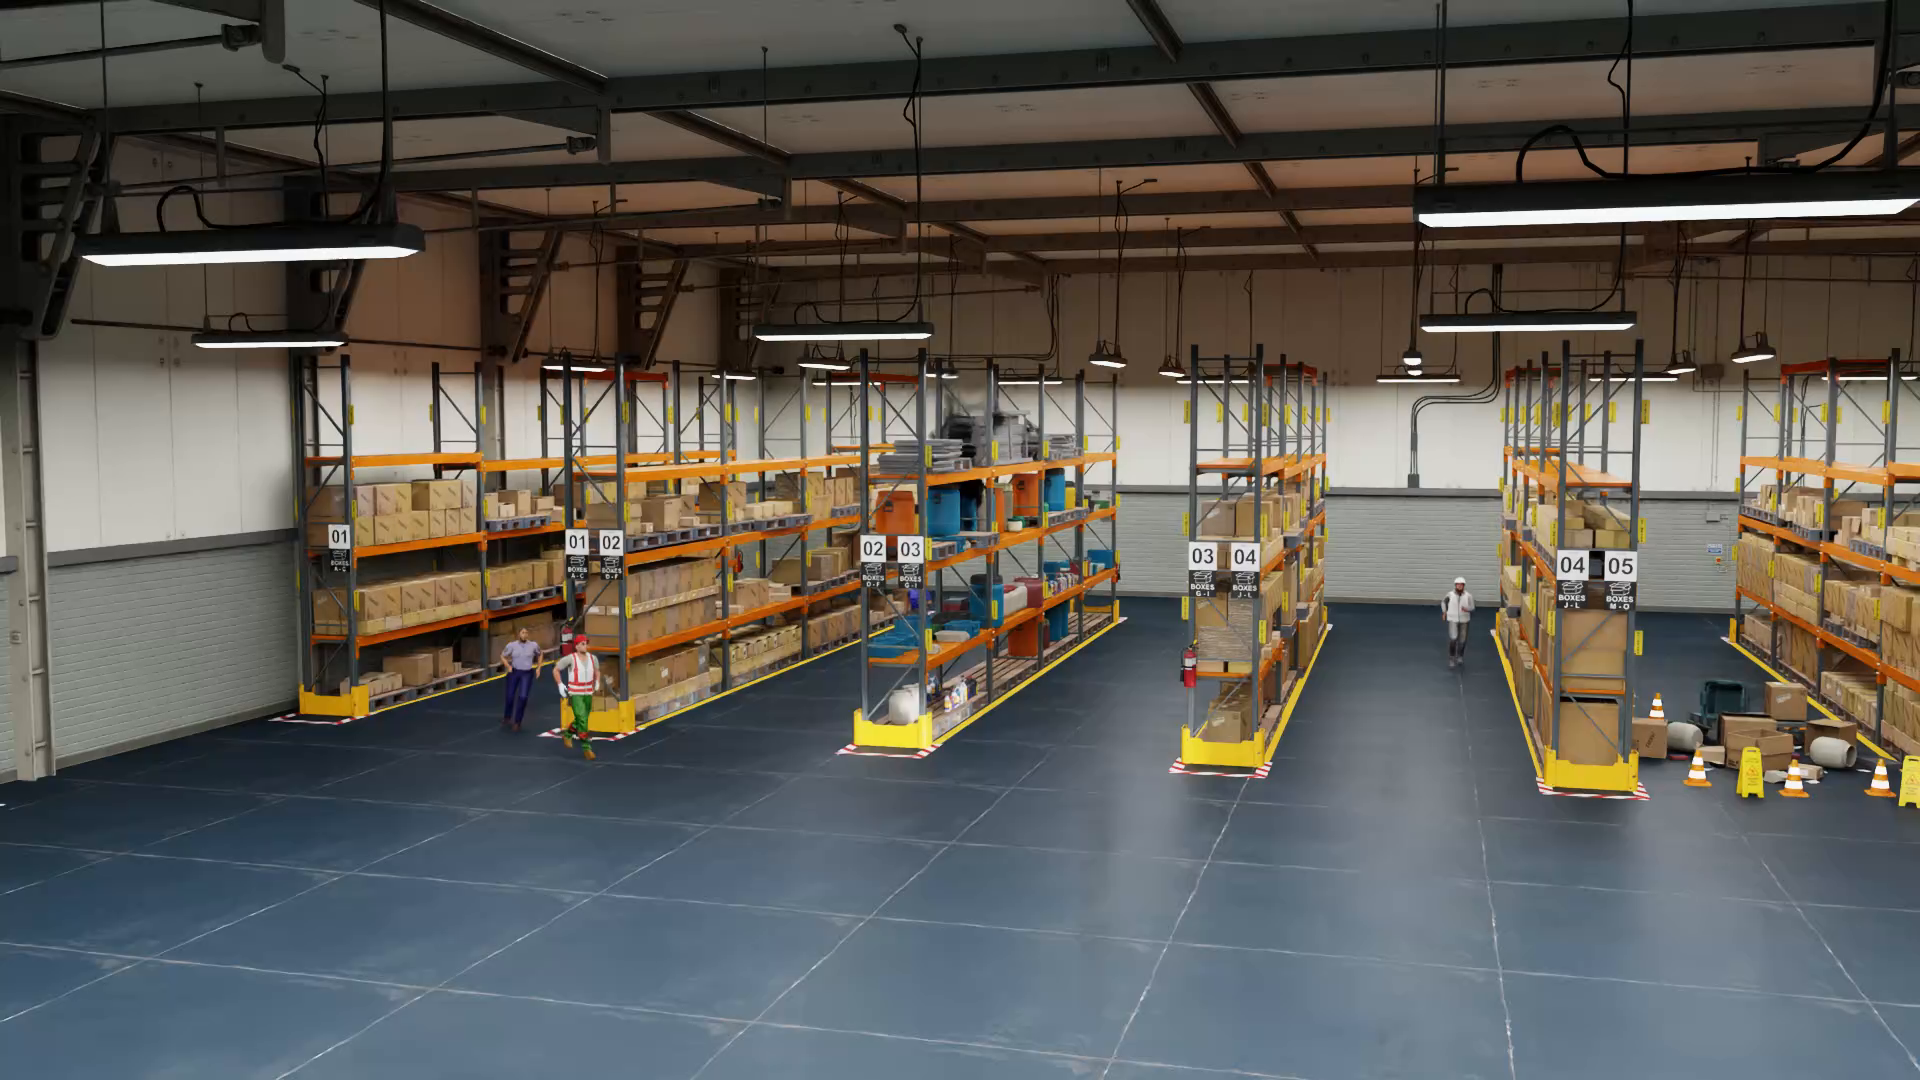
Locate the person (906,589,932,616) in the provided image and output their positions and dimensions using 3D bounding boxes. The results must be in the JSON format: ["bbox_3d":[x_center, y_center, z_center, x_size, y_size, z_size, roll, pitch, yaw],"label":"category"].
[{"bbox_3d":[-0.860,1.563,34.527,0.574,1.645,0.917,1,4,7],"label":"person"}]

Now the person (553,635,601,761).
[{"bbox_3d":[-5.581,2.278,24.439,0.951,1.790,0.680,4,6,43],"label":"person"}]

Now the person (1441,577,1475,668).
[{"bbox_3d":[9.913,1.645,33.088,0.627,1.818,0.736,1,4,11],"label":"person"}]

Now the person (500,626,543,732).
[{"bbox_3d":[-7.036,2.212,26.642,0.690,1.675,0.696,-1,4,-11],"label":"person"}]
